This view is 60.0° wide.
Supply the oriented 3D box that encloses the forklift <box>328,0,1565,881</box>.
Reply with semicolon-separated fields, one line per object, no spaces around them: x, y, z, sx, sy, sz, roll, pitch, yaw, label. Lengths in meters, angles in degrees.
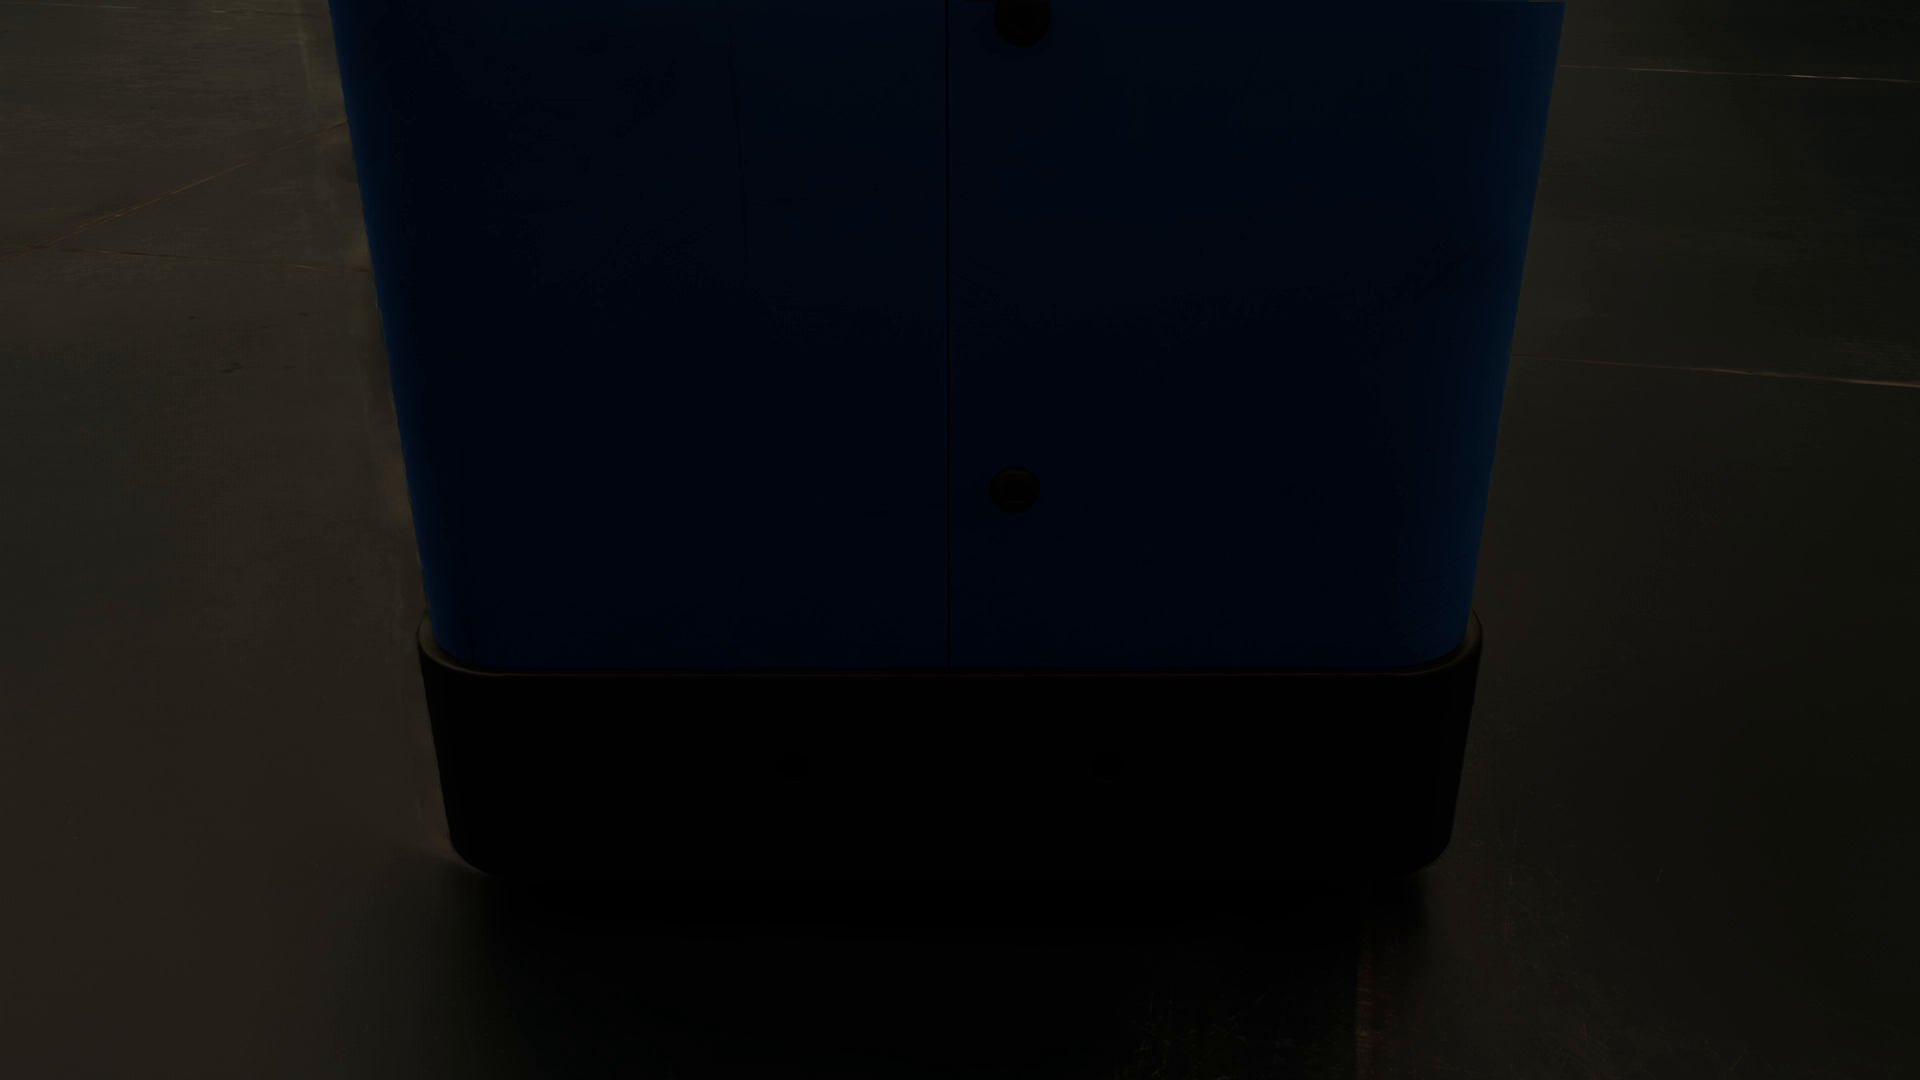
-0.013;-1.585;2.388;1.130;2.935;3.031;0;27;0;forklift
